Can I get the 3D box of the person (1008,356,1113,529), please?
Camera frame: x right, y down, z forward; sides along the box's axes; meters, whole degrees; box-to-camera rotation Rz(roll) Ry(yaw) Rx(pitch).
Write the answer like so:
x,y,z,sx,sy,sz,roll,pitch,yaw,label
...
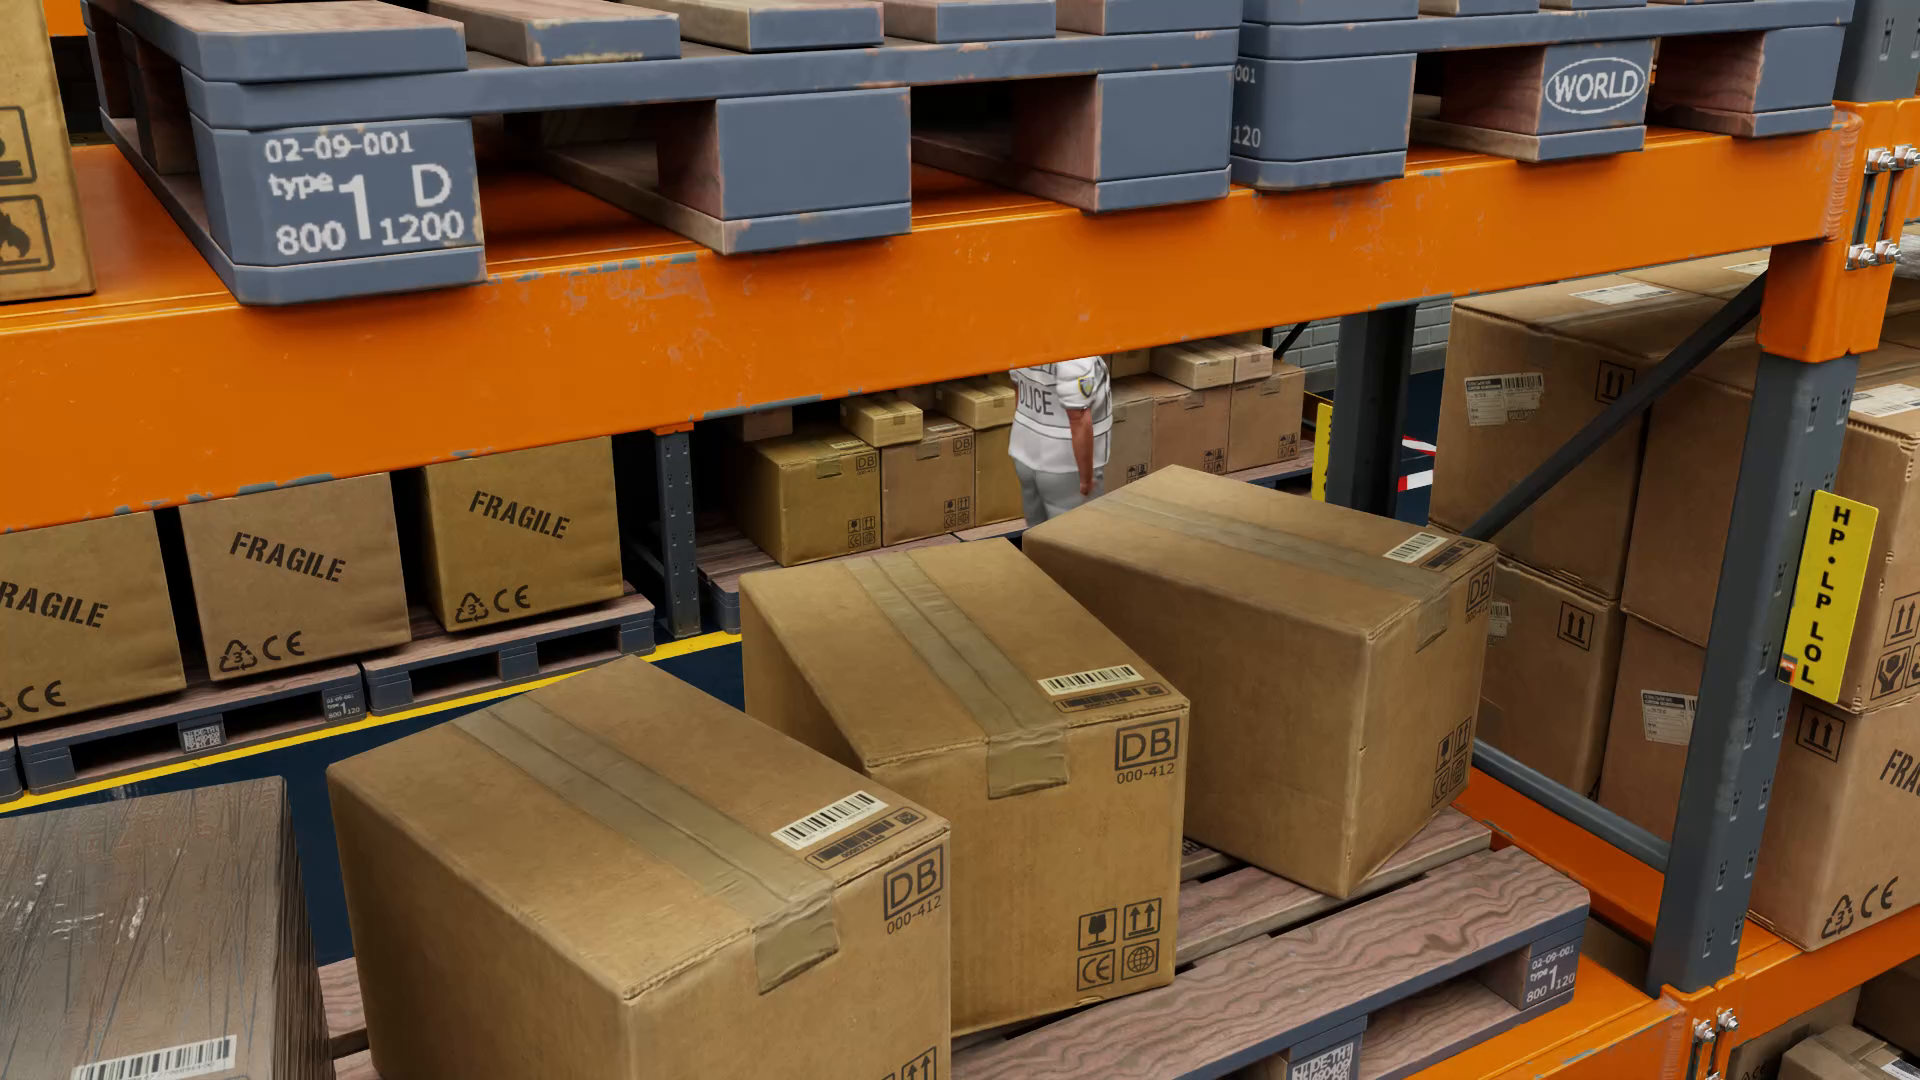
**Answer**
x,y,z,sx,sy,sz,roll,pitch,yaw,label
0.416,-0.326,6.913,0.393,1.770,0.527,-12,24,-27,person
